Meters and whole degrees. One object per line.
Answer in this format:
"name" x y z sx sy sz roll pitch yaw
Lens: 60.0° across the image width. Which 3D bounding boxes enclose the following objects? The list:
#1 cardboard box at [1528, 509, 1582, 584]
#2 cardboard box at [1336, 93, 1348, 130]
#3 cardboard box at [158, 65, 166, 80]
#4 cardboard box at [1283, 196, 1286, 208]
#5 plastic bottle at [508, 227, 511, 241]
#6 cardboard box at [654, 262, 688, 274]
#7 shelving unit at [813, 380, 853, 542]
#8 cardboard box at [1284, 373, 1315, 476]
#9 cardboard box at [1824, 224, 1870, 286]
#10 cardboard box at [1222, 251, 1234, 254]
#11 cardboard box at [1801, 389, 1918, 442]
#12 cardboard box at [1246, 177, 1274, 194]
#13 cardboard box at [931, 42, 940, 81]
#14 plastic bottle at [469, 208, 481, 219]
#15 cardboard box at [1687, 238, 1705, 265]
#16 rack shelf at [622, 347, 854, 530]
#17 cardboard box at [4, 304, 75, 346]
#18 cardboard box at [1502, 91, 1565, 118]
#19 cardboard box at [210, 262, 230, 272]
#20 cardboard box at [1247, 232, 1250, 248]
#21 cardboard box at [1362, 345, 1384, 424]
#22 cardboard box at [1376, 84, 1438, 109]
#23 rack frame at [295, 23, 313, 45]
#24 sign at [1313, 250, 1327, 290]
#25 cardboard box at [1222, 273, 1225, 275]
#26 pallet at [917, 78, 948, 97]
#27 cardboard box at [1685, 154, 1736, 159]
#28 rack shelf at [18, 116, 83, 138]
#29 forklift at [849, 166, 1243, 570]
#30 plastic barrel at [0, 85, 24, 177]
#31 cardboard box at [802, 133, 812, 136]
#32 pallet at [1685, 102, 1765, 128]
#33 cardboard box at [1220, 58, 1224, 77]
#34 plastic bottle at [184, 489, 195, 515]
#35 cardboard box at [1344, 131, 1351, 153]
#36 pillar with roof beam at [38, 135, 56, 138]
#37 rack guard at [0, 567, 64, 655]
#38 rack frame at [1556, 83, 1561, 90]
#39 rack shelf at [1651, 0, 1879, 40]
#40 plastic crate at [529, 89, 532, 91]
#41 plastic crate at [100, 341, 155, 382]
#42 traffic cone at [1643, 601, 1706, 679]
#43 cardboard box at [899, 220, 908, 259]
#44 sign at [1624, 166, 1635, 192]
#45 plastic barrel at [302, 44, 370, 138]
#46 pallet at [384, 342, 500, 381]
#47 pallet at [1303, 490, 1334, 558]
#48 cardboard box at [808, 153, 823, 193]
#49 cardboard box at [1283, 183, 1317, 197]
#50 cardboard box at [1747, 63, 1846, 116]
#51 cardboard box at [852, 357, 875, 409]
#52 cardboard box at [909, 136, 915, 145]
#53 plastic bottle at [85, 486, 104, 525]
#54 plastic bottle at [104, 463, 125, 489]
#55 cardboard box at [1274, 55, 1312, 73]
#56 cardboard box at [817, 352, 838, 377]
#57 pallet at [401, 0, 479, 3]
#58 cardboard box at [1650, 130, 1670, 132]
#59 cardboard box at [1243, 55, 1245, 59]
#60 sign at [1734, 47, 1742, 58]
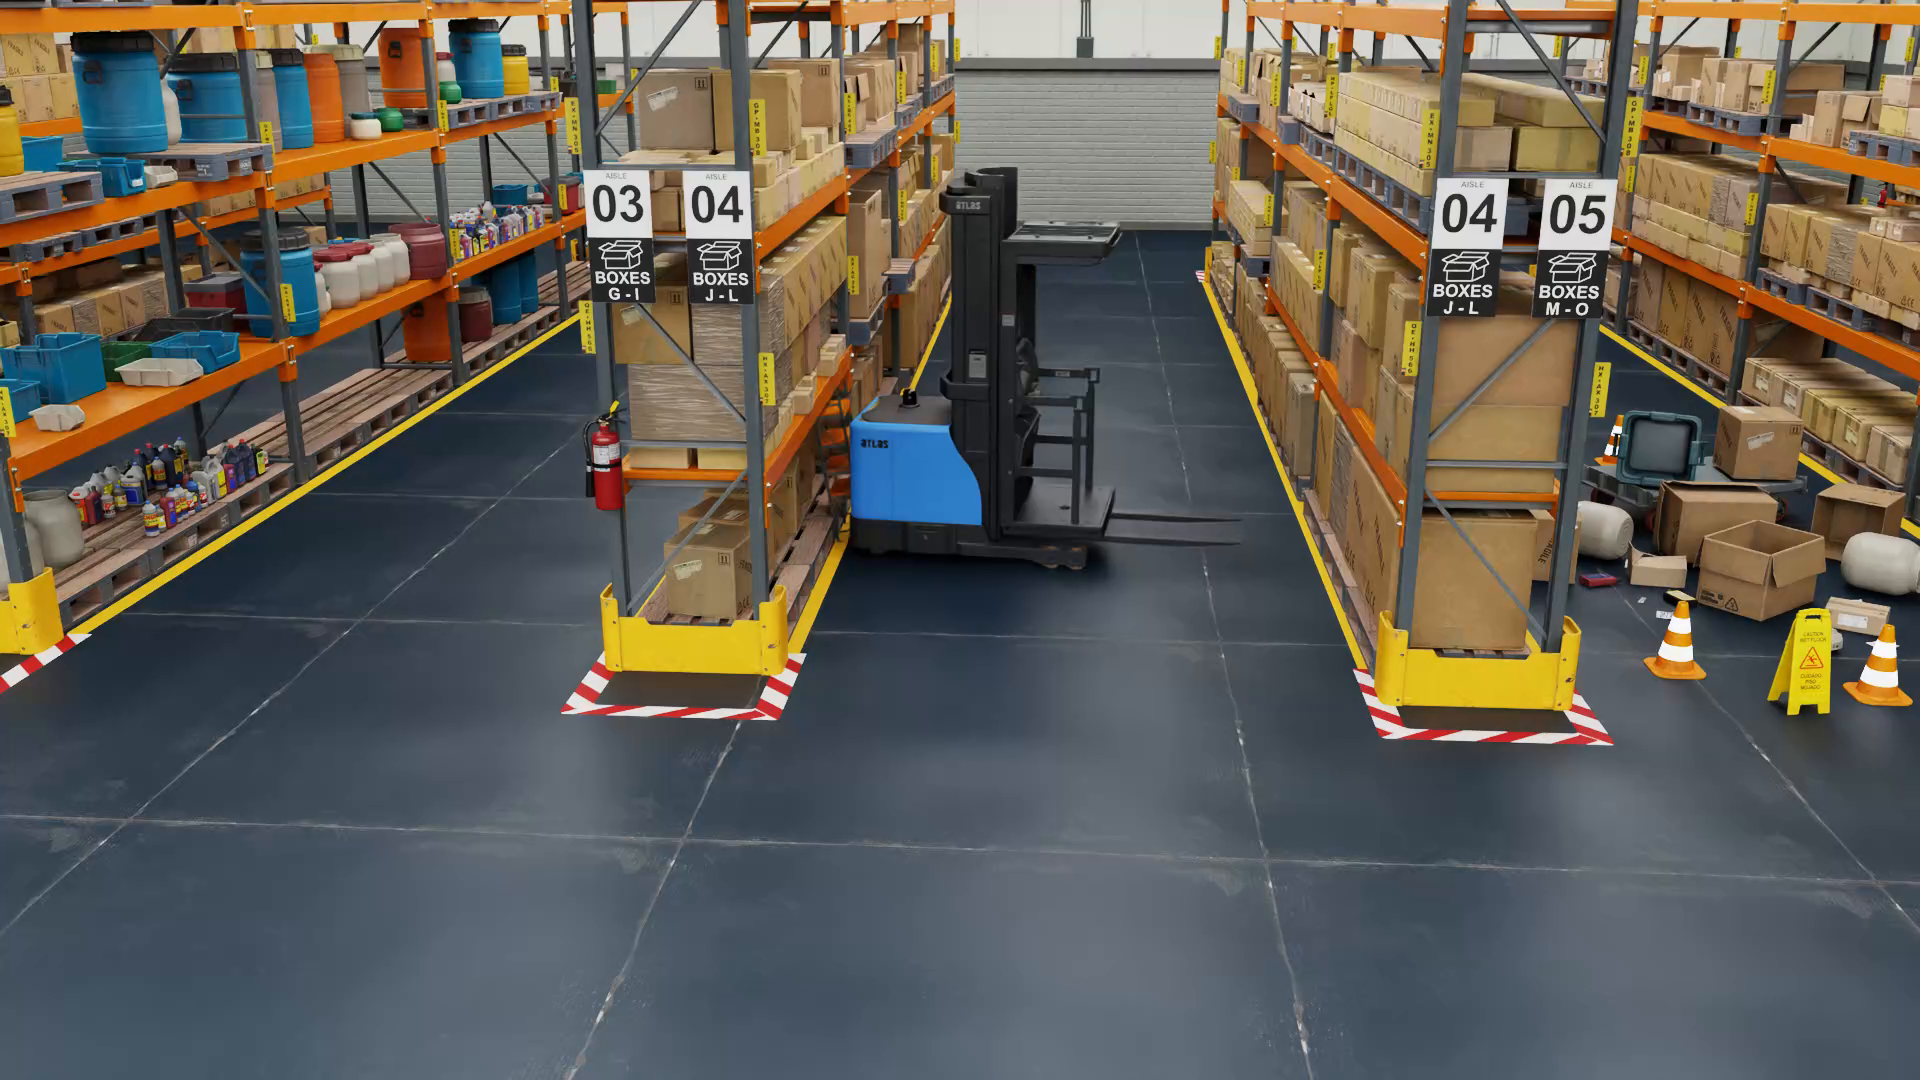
"cardboard box" 4.406 0.001 12.615 0.500 0.500 0.500 4 19 13
"cardboard box" 3.179 -3.288 12.752 0.500 0.250 0.500 1 18 4
"cardboard box" -10.471 -6.277 22.384 0.500 0.250 0.500 1 18 4
"cardboard box" 4.218 -4.188 20.637 0.380 0.149 0.250 1 18 4
"plastic bottle" -5.589 -3.784 20.473 0.097 0.201 0.097 0 18 0
"cardboard box" -1.910 -1.587 11.204 0.500 0.500 0.500 1 18 4
"shelving unit" -0.956 -0.637 13.423 0.258 1.200 0.503 -8 17 5
"cardboard box" 3.448 -1.016 14.646 1.050 0.750 0.750 1 18 4
"cardboard box" 8.356 -2.626 15.307 0.500 0.500 0.500 1 18 2
"cardboard box" 3.967 -4.062 23.951 0.380 0.149 0.250 2 18 6
"cardboard box" 8.569 -1.165 15.708 0.950 0.372 0.625 2 18 6
"cardboard box" 3.820 -4.521 21.766 0.500 0.500 0.500 1 18 4
"cardboard box" -0.655 -6.608 22.961 0.700 0.500 0.500 2 18 6
"plastic bottle" -6.253 -4.121 21.381 0.152 0.276 0.135 1 18 4
"cardboard box" 8.575 -3.261 18.799 0.500 0.250 0.500 1 18 3
"rack shelf" -1.590 -0.870 12.417 1.077 0.370 4.000 1 18 4
"cardboard box" -10.723 -2.454 19.403 0.500 0.500 0.500 2 18 6
"cardboard box" 3.604 -2.713 10.357 0.380 0.149 0.250 1 18 4
"cardboard box" -10.942 -3.888 24.082 0.500 0.311 0.500 1 18 4
"cardboard box" 3.395 -3.334 18.510 0.380 0.149 0.250 2 18 5
"cardboard box" 3.368 -1.144 11.857 0.875 0.550 0.500 1 18 4
"cardboard box" 3.002 -2.967 11.131 0.380 0.149 0.250 1 18 4
"rack frame" -10.467 -8.633 25.319 1.000 3.000 0.127 1 18 4
"sign" 2.951 -2.213 13.627 0.100 0.325 0.005 1 18 4
"cardboard box" 3.998 -3.789 24.072 0.380 0.149 0.250 1 18 4
"pallet" -0.714 -6.333 23.258 1.003 0.211 1.213 1 18 4
"cardboard box" 9.230 -4.475 20.496 0.500 0.500 0.500 2 18 6
"rack shelf" -10.897 -5.003 20.211 1.077 0.370 4.000 1 18 4
"forklift" 0.703 -1.342 12.811 3.031 2.935 1.130 3 18 10
"plastic barrel" -6.719 -2.773 11.274 0.600 0.588 0.600 0 18 0
"cardboard box" -1.310 -2.944 12.373 0.380 0.149 0.250 2 18 6
"pallet" 8.795 -4.739 18.553 1.003 0.211 1.213 2 18 6
"cardboard box" 4.062 -6.876 24.212 0.500 0.250 0.500 2 18 5
"plastic bottle" -6.194 -0.305 13.325 0.097 0.201 0.097 0 18 0
"cardboard box" 3.092 -2.981 12.454 0.380 0.149 0.250 1 18 4
"pillar with roof beam" -11.783 -9.505 27.978 9.100 9.000 0.400 1 18 4
"rack guard" -6.715 0.462 11.211 1.175 0.500 0.348 1 18 4
"rack frame" 9.298 -5.339 24.900 1.000 3.000 0.127 1 18 4
"rack shelf" 8.868 -5.794 18.453 1.077 0.370 4.000 1 18 4
"plastic crate" -6.102 -6.132 22.926 0.293 0.136 0.466 1 18 4
"plastic crate" -6.766 -1.428 13.304 0.450 0.188 0.662 1 18 4
"traffic cone" 4.661 0.623 10.777 0.336 0.463 0.334 1 18 4
"cardboard box" -0.854 -3.268 18.419 0.500 0.500 0.500 2 18 6
"sign" 8.458 -4.558 20.998 0.100 0.325 0.005 1 18 4
"plastic barrel" -6.375 -4.600 17.021 0.600 0.901 0.600 0 18 0
"pallet" -6.085 -2.107 19.514 1.003 0.211 1.213 1 18 4
"pallet" 3.361 -0.132 13.486 1.003 0.211 1.213 1 18 4
"cardboard box" -1.298 -2.720 12.329 0.500 0.250 0.500 1 18 4
"cardboard box" 4.214 -4.326 20.582 0.380 0.149 0.250 1 18 2
"cardboard box" 8.601 -4.649 17.136 0.797 0.503 0.637 0 18 1
"cardboard box" -1.249 -1.539 16.612 0.700 0.500 0.500 3 18 9
"cardboard box" -0.926 -5.688 24.525 0.500 0.500 0.500 1 18 3
"plastic bottle" -6.828 -0.275 13.102 0.061 0.283 0.133 1 18 4
"plastic bottle" -6.903 -0.462 13.563 0.144 0.351 0.185 1 18 3
"cardboard box" 3.572 -5.061 17.845 0.396 0.266 0.258 1 18 4
"cardboard box" -1.181 -1.407 13.302 0.380 0.149 0.250 1 18 4
"pallet" -6.018 -5.981 18.169 1.213 0.211 1.003 1 18 4
"cardboard box" 9.334 -5.418 22.332 0.380 0.149 0.250 1 18 4
"cardboard box" 3.826 -6.143 21.333 0.380 0.149 0.250 2 18 5
"sign" 9.553 -5.908 20.484 0.100 0.325 0.005 1 18 4
